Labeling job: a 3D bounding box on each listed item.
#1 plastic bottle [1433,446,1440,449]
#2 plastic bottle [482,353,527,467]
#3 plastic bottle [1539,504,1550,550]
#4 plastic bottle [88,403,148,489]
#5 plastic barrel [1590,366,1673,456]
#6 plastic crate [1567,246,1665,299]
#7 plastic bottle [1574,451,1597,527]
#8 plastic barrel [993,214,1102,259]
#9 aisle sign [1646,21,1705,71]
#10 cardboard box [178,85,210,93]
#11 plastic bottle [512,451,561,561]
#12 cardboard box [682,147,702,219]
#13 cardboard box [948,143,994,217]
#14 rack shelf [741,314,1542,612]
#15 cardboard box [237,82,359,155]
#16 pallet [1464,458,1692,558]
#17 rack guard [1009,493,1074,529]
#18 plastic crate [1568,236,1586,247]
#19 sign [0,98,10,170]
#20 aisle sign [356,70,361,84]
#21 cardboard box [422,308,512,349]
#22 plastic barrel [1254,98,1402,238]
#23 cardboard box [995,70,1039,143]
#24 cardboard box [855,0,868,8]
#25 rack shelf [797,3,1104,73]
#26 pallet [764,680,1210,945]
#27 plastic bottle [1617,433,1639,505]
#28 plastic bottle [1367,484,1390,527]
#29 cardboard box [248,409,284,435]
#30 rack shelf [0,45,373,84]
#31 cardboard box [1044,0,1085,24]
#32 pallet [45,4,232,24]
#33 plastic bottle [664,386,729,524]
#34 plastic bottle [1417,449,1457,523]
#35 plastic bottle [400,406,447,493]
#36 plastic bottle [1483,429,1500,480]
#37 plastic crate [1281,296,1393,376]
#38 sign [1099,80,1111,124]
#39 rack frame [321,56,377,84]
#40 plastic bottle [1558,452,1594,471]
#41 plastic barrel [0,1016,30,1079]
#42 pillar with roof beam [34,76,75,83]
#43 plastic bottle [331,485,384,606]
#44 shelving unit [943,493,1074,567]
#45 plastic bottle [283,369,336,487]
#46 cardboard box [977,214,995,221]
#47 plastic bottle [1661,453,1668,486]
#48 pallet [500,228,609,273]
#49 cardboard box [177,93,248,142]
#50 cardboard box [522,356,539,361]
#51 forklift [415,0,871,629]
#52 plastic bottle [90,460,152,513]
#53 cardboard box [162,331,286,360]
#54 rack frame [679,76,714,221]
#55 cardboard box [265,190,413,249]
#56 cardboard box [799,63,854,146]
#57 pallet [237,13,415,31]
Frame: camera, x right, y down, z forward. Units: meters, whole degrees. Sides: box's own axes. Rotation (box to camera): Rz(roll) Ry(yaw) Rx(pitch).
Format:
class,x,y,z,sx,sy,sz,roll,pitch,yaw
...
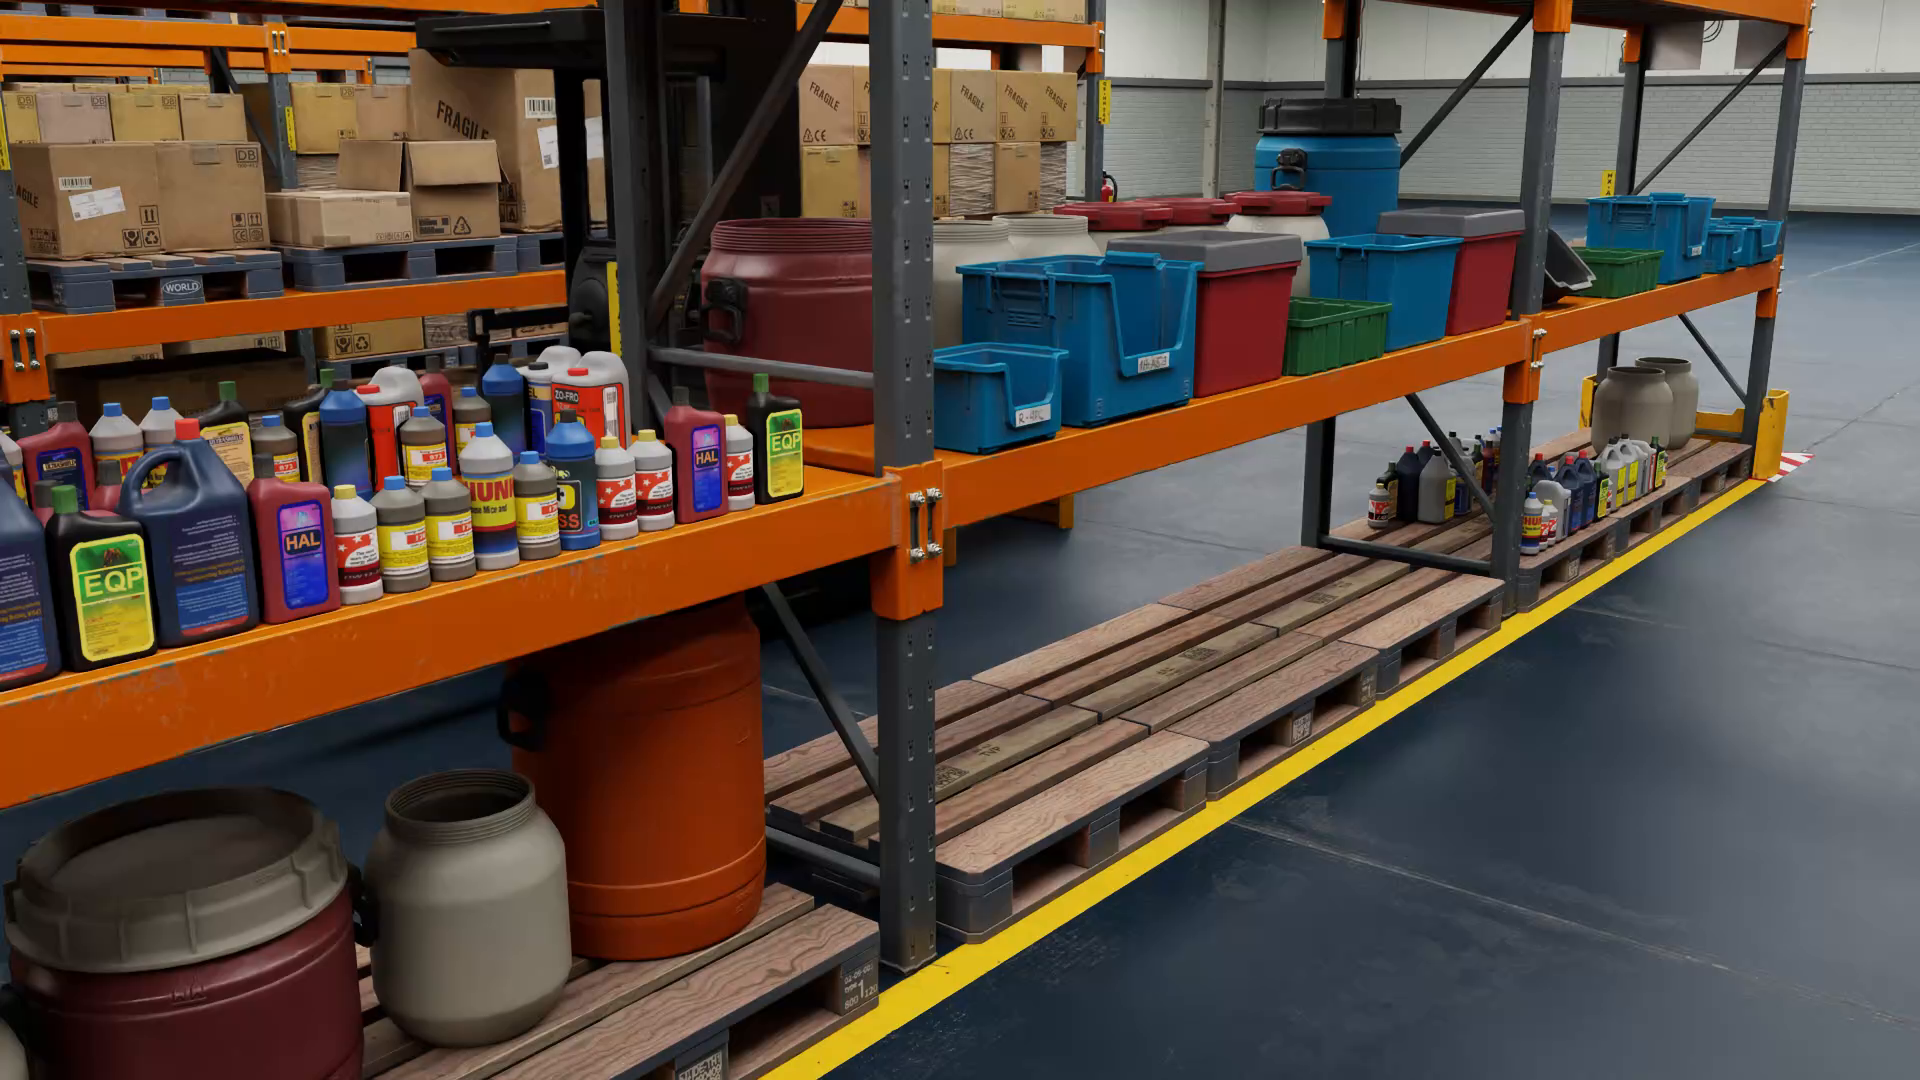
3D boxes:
class,x,y,z,sx,sy,sz,roll,pitch,yaw
plastic bottle,2.398,-0.334,8.468,0.061,0.283,0.133,13,19,41
plastic bottle,-1.105,-0.315,4.034,0.097,0.271,0.097,0,14,0
plastic bottle,2.632,-0.064,7.574,0.097,0.201,0.097,0,14,0
plastic bottle,-1.685,-0.138,3.337,0.097,0.271,0.097,0,14,0
plastic barrel,3.872,-0.725,9.583,0.421,0.512,0.421,0,14,0
plastic crate,3.100,-1.308,8.111,0.450,0.188,0.662,11,18,38
plastic bottle,2.976,-0.251,8.003,0.144,0.351,0.185,10,18,35
plastic barrel,0.258,-0.794,5.427,0.421,0.512,0.421,0,14,0
aisle sign,4.358,-3.280,10.161,0.394,0.787,0.004,11,18,38
cardboard box,-8.157,-4.523,17.497,0.700,0.500,0.500,11,18,37
plastic bottle,-0.825,-0.069,3.208,0.097,0.201,0.097,0,14,0
cardboard box,-1.494,-2.230,10.503,0.875,0.500,0.500,11,18,38
cardboard box,-0.247,-2.615,12.018,0.875,0.500,0.500,11,18,38
rack shelf,0.770,-0.463,5.814,1.077,0.370,4.000,11,18,38
cardboard box,-5.361,-3.409,13.454,0.875,0.550,0.550,11,18,38
pallet,3.248,-0.200,8.981,1.003,0.211,1.213,11,18,38
rack guard,0.361,-0.231,9.025,0.587,0.250,0.087,11,18,38
plastic crate,3.728,-1.711,9.803,0.298,0.136,0.250,11,18,38
sign,-3.906,-1.671,6.757,0.100,0.325,0.005,11,18,38
aisle sign,-6.755,-5.488,18.853,0.394,0.787,0.004,11,18,38
cardboard box,-4.606,-2.205,14.671,0.875,0.875,0.875,11,18,38
plastic barrel,1.549,-1.411,7.065,0.600,0.901,0.708,11,18,38
cardboard box,0.225,-3.164,12.148,0.500,0.500,0.500,11,18,38
cardboard box,-0.694,-3.584,10.853,0.500,0.250,0.500,10,18,35
rack shelf,-0.568,-3.449,11.477,1.077,0.370,4.000,11,18,38
pallet,0.030,0.781,5.122,1.003,0.211,1.213,11,18,38
plastic bottle,3.360,-0.368,8.464,0.144,0.351,0.185,12,19,40
plastic bottle,2.013,-0.169,7.987,0.097,0.201,0.097,0,14,0
cardboard box,-3.595,-0.436,8.432,0.700,0.500,0.500,9,17,33
rack shelf,-8.276,-4.983,17.514,1.077,0.370,4.000,11,18,38
cardboard box,0.583,-3.977,12.397,0.500,0.250,0.500,12,18,39
pallet,-6.158,-3.926,12.281,0.805,0.209,1.217,10,18,35
plastic bottle,-0.554,-0.184,3.494,0.061,0.283,0.133,11,18,38
plastic bottle,2.320,-0.270,8.079,0.144,0.351,0.185,11,18,38
plastic bottle,-1.192,-0.195,3.702,0.097,0.201,0.097,0,14,0
plastic bottle,2.881,-0.468,9.020,0.097,0.271,0.097,0,14,0
plastic crate,1.152,-0.715,5.775,0.450,0.188,0.662,11,18,38
sign,1.108,-3.352,12.731,0.100,0.325,0.005,11,18,38
rack frame,-7.019,-4.261,19.303,1.000,3.000,0.127,11,18,38
plastic bottle,3.112,-0.314,8.404,0.152,0.276,0.135,11,18,38
plastic barrel,-1.776,1.008,2.762,0.421,0.512,0.421,0,14,0
pillar with roof beam,-8.673,-7.276,18.987,9.100,9.000,0.400,11,18,38
plastic bottle,-1.069,0.005,2.914,0.097,0.201,0.097,0,14,0
shelving unit,0.048,-0.742,8.496,0.587,1.500,1.083,11,18,38
plastic bottle,-1.421,-0.232,3.681,0.061,0.283,0.133,11,18,38
cardboard box,0.037,-2.328,12.206,0.380,0.149,0.250,11,18,38
plastic bottle,3.728,-0.398,8.888,0.097,0.201,0.097,0,14,0
pallet,-2.419,-1.744,9.787,1.003,0.211,1.213,11,18,38
cardboard box,-5.927,-3.185,12.835,0.700,0.500,0.500,11,18,37
cardboard box,-2.228,-0.849,10.054,0.700,0.500,0.500,10,17,33
forklift,-1.424,-1.024,6.702,1.130,2.935,3.031,12,18,39
plastic bottle,-1.356,0.003,2.754,0.061,0.283,0.133,11,18,38
cardboard box,-5.940,-1.728,13.051,1.050,0.750,0.750,11,18,37
rack frame,-1.825,-1.961,10.251,1.000,3.000,0.127,11,18,38
cardboard box,-3.107,-1.611,8.325,0.500,0.250,0.500,11,18,36
cardboard box,-1.032,-2.781,10.641,0.500,0.500,0.500,11,18,38
pallet,-5.097,-4.314,13.600,1.003,0.211,1.213,11,18,38
